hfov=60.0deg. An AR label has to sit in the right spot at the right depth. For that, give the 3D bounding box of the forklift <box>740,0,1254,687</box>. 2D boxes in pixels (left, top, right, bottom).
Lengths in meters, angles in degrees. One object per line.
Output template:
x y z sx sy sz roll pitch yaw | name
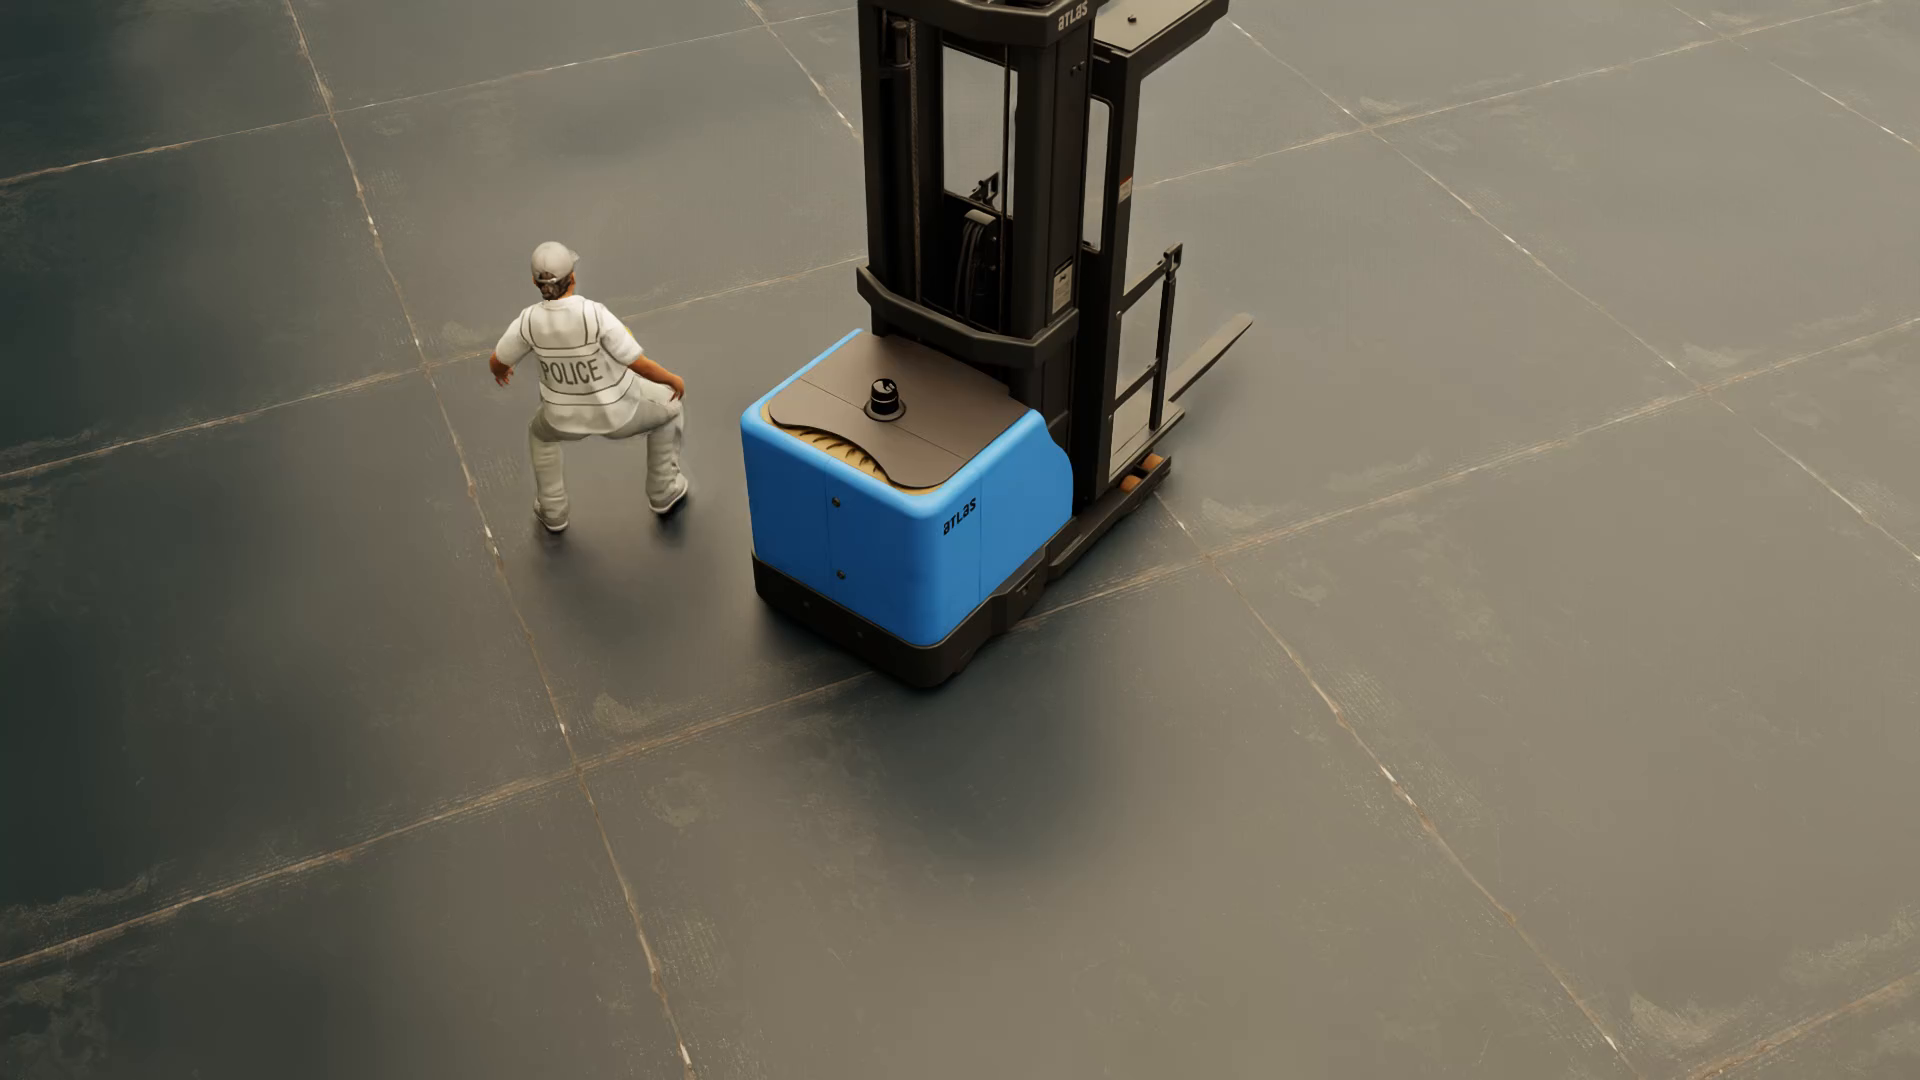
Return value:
0.369 -1.403 7.184 1.130 2.935 3.031 27 50 26 | forklift

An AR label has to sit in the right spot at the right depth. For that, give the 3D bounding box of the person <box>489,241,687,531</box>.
-1.669 -0.688 7.449 0.865 1.562 0.529 3 43 3 | person
